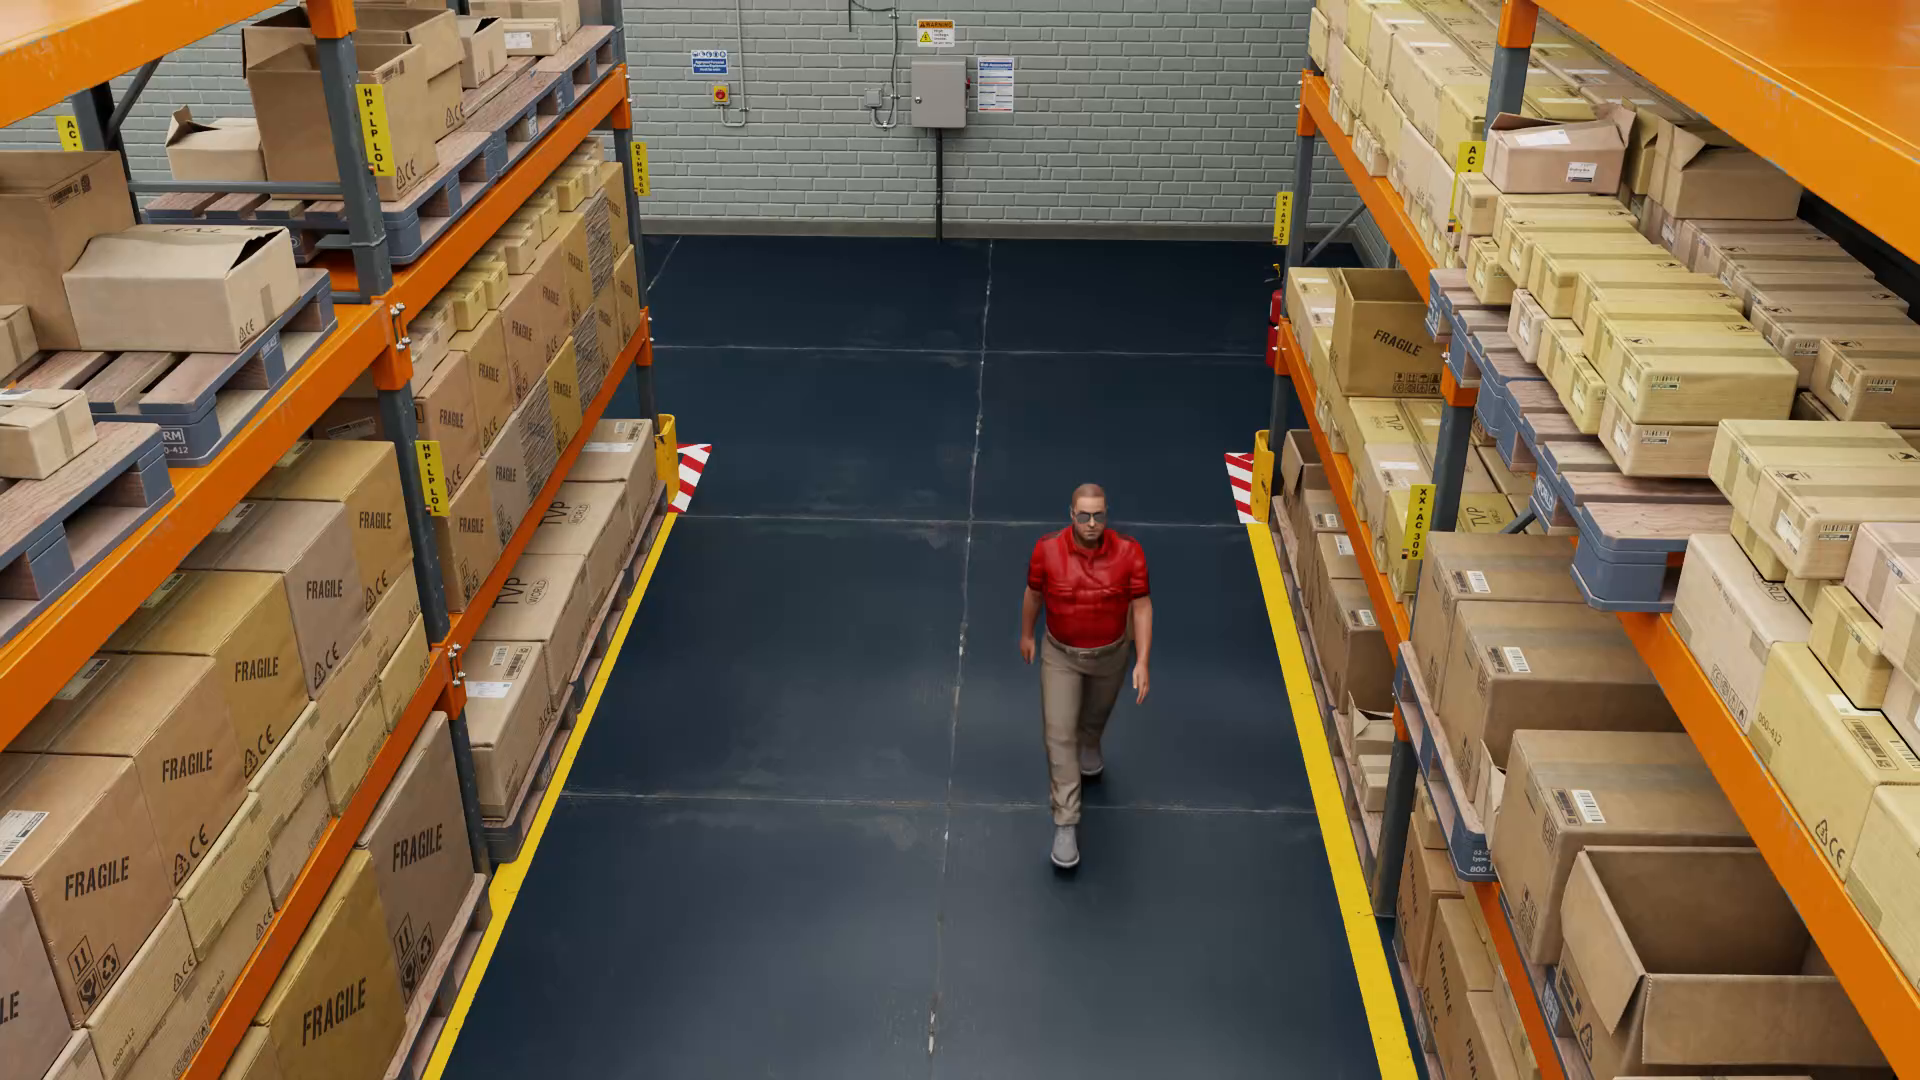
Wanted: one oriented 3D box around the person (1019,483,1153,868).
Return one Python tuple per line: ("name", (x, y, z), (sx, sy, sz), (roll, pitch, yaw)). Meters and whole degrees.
("person", (0.579, 0.535, 7.597), (0.578, 1.662, 1.053), (-1, 28, -2))
